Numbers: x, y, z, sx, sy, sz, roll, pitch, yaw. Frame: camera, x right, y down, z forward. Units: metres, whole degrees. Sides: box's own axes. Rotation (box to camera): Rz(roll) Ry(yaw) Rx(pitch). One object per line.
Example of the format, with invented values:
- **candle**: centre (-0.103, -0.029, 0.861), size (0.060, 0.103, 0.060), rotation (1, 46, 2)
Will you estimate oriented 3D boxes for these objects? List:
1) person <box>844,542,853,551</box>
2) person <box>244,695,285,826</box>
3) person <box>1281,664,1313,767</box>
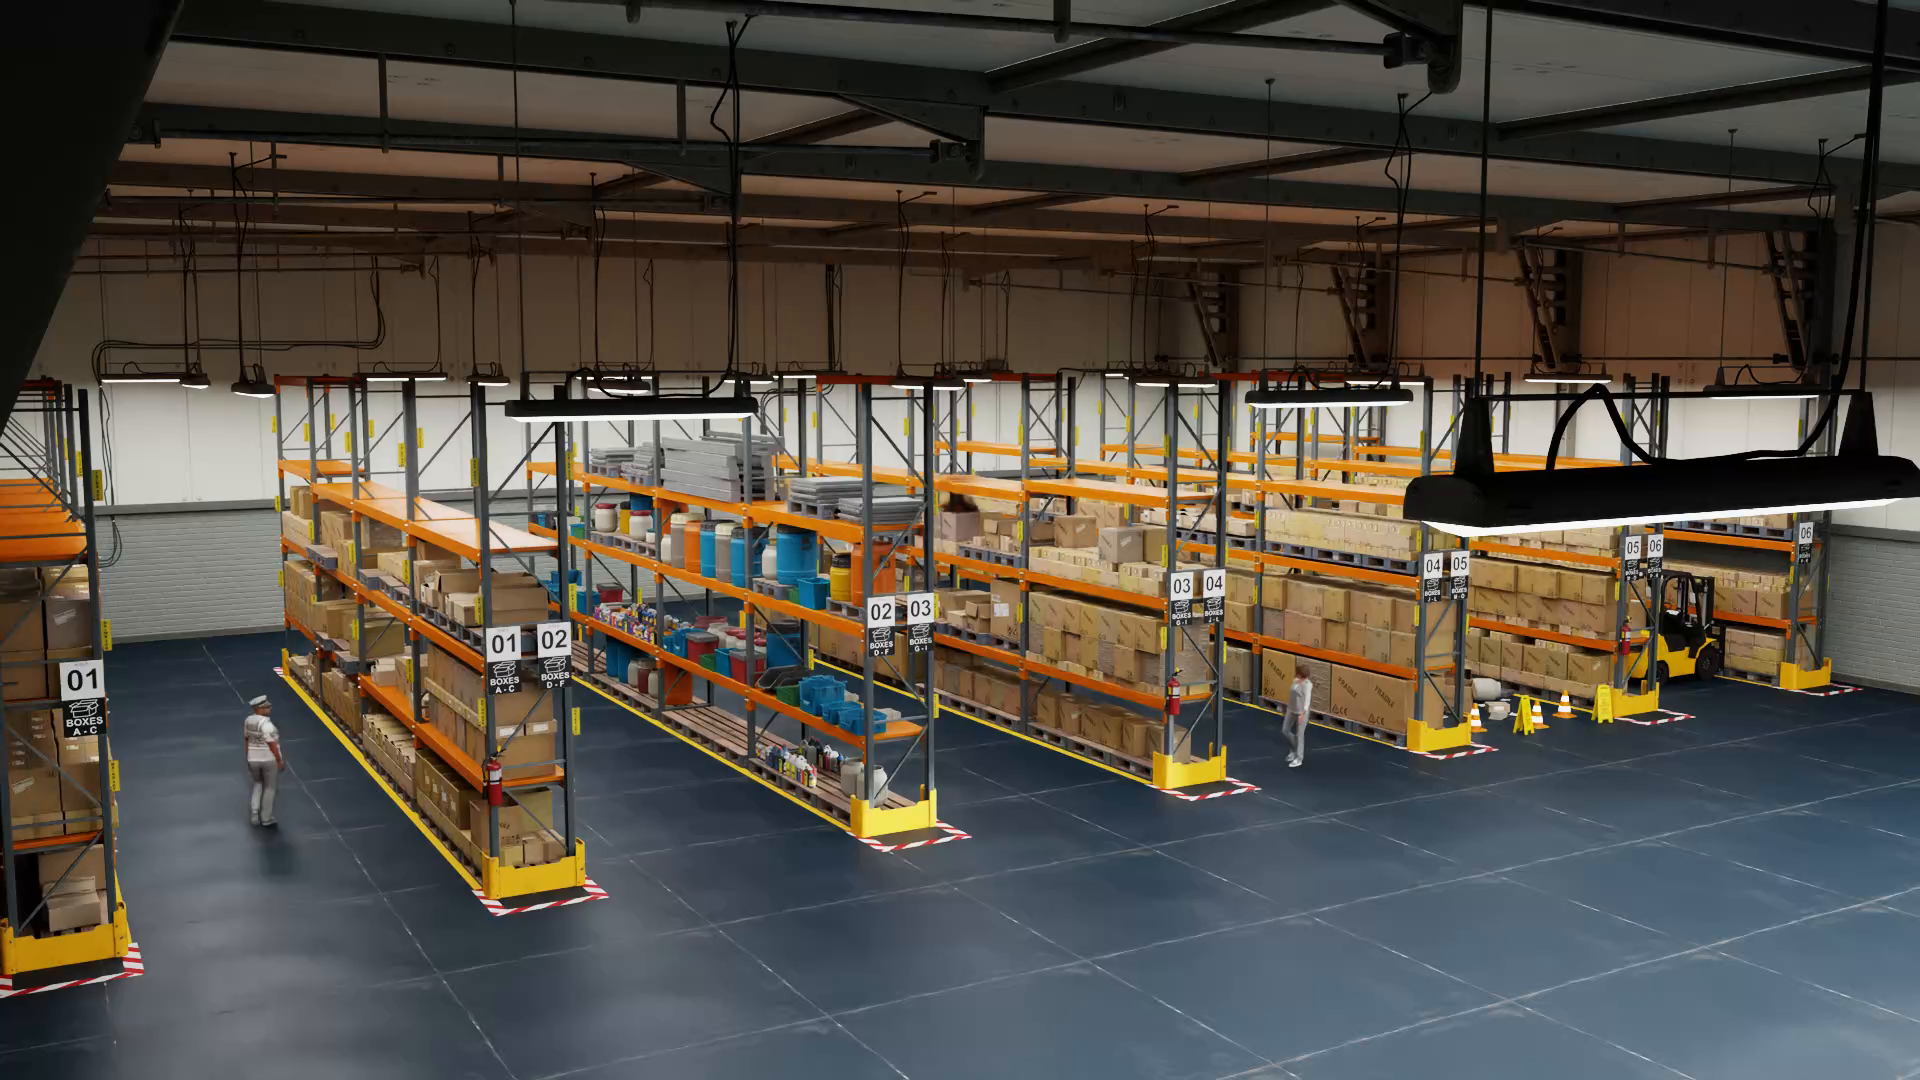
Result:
- **person**: centre (-2.837, 0.657, 43.843), size (1.052, 1.748, 0.610), rotation (-6, 9, -44)
- **person**: centre (-9.428, 2.990, 22.546), size (0.562, 1.805, 0.480), rotation (1, 6, 5)
- **person**: centre (5.228, 2.713, 25.888), size (0.462, 1.600, 0.488), rotation (-6, 8, -41)
